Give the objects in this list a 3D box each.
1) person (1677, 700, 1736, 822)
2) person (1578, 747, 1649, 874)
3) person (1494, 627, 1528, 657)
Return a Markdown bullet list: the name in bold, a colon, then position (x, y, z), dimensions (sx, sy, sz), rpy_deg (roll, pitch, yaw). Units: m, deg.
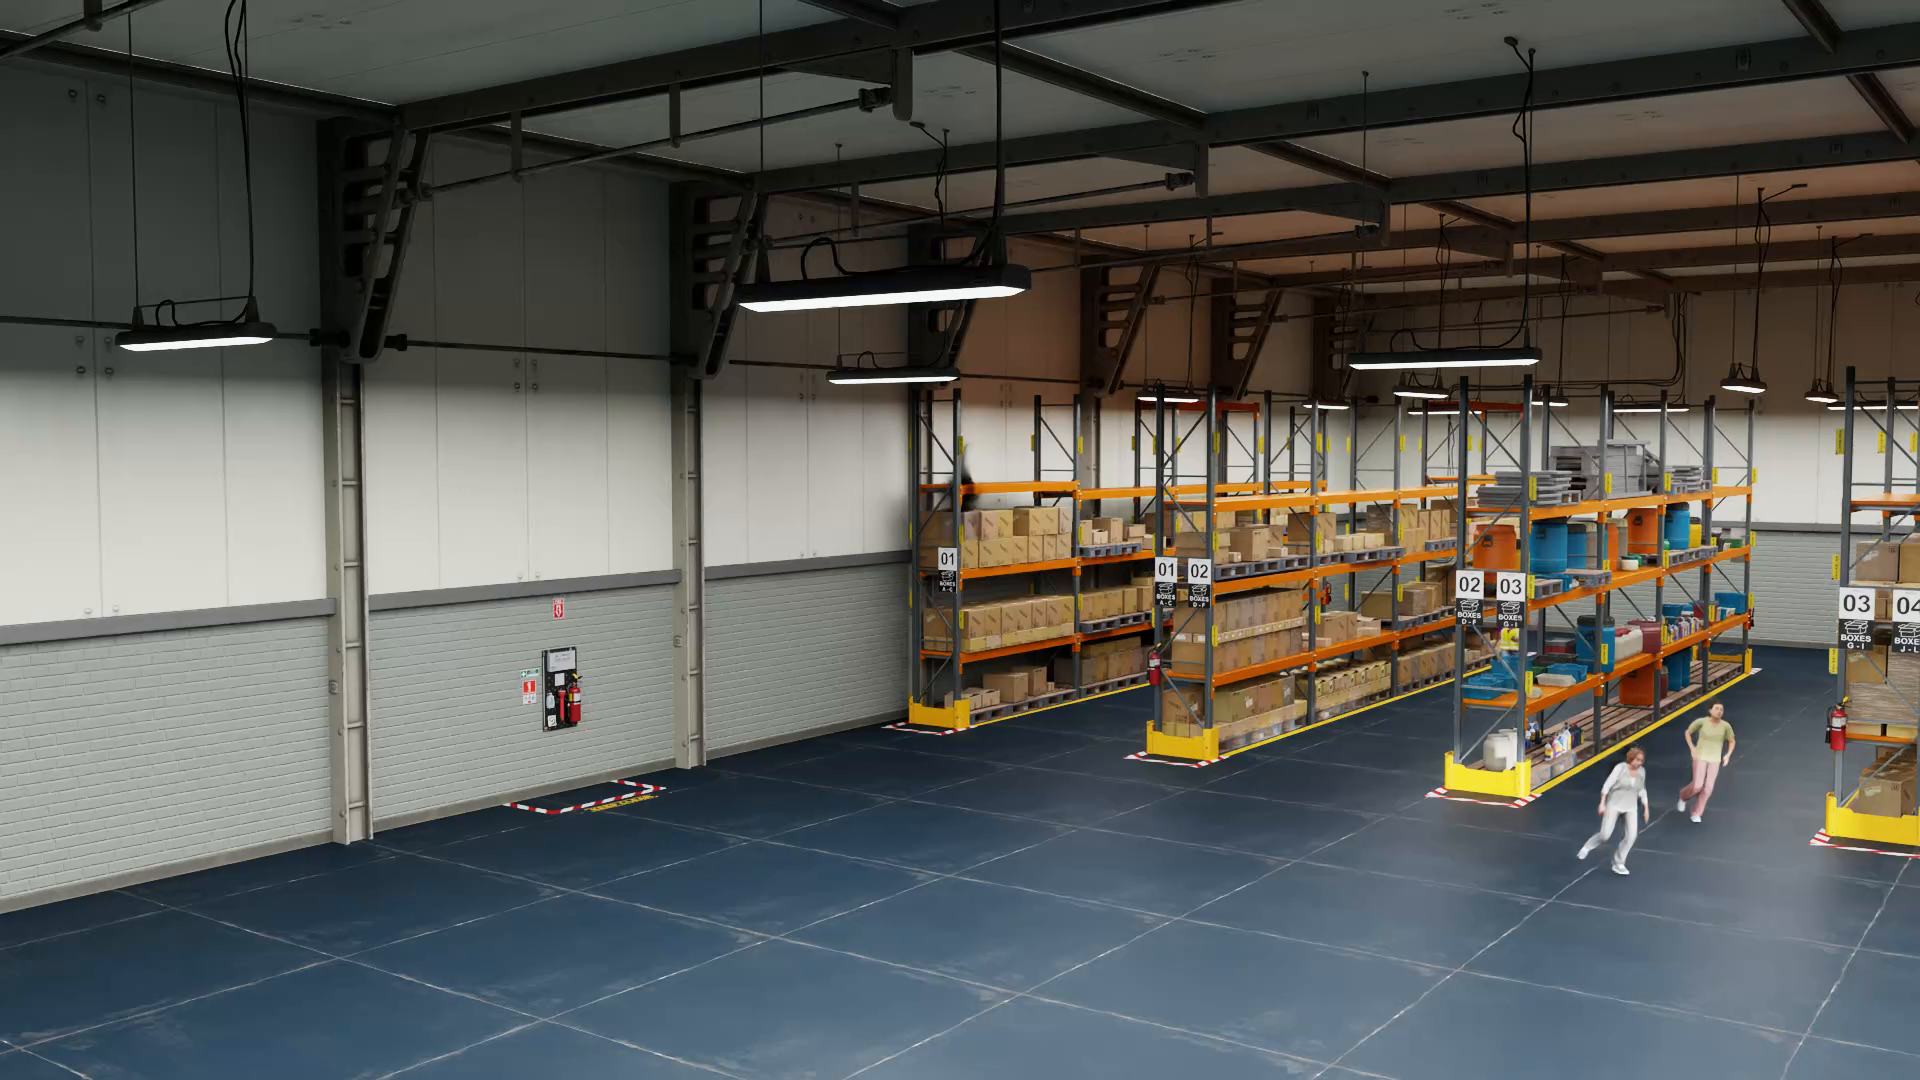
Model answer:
- **person**: position (9.998, 2.930, 22.222), dimensions (0.651, 1.621, 0.550), rpy_deg (0, 3, 7)
- **person**: position (7.670, 3.131, 19.448), dimensions (0.665, 1.507, 0.682), rpy_deg (0, 3, -2)
- **person**: position (11.006, 2.230, 33.261), dimensions (0.671, 1.787, 0.726), rpy_deg (2, 4, 26)
